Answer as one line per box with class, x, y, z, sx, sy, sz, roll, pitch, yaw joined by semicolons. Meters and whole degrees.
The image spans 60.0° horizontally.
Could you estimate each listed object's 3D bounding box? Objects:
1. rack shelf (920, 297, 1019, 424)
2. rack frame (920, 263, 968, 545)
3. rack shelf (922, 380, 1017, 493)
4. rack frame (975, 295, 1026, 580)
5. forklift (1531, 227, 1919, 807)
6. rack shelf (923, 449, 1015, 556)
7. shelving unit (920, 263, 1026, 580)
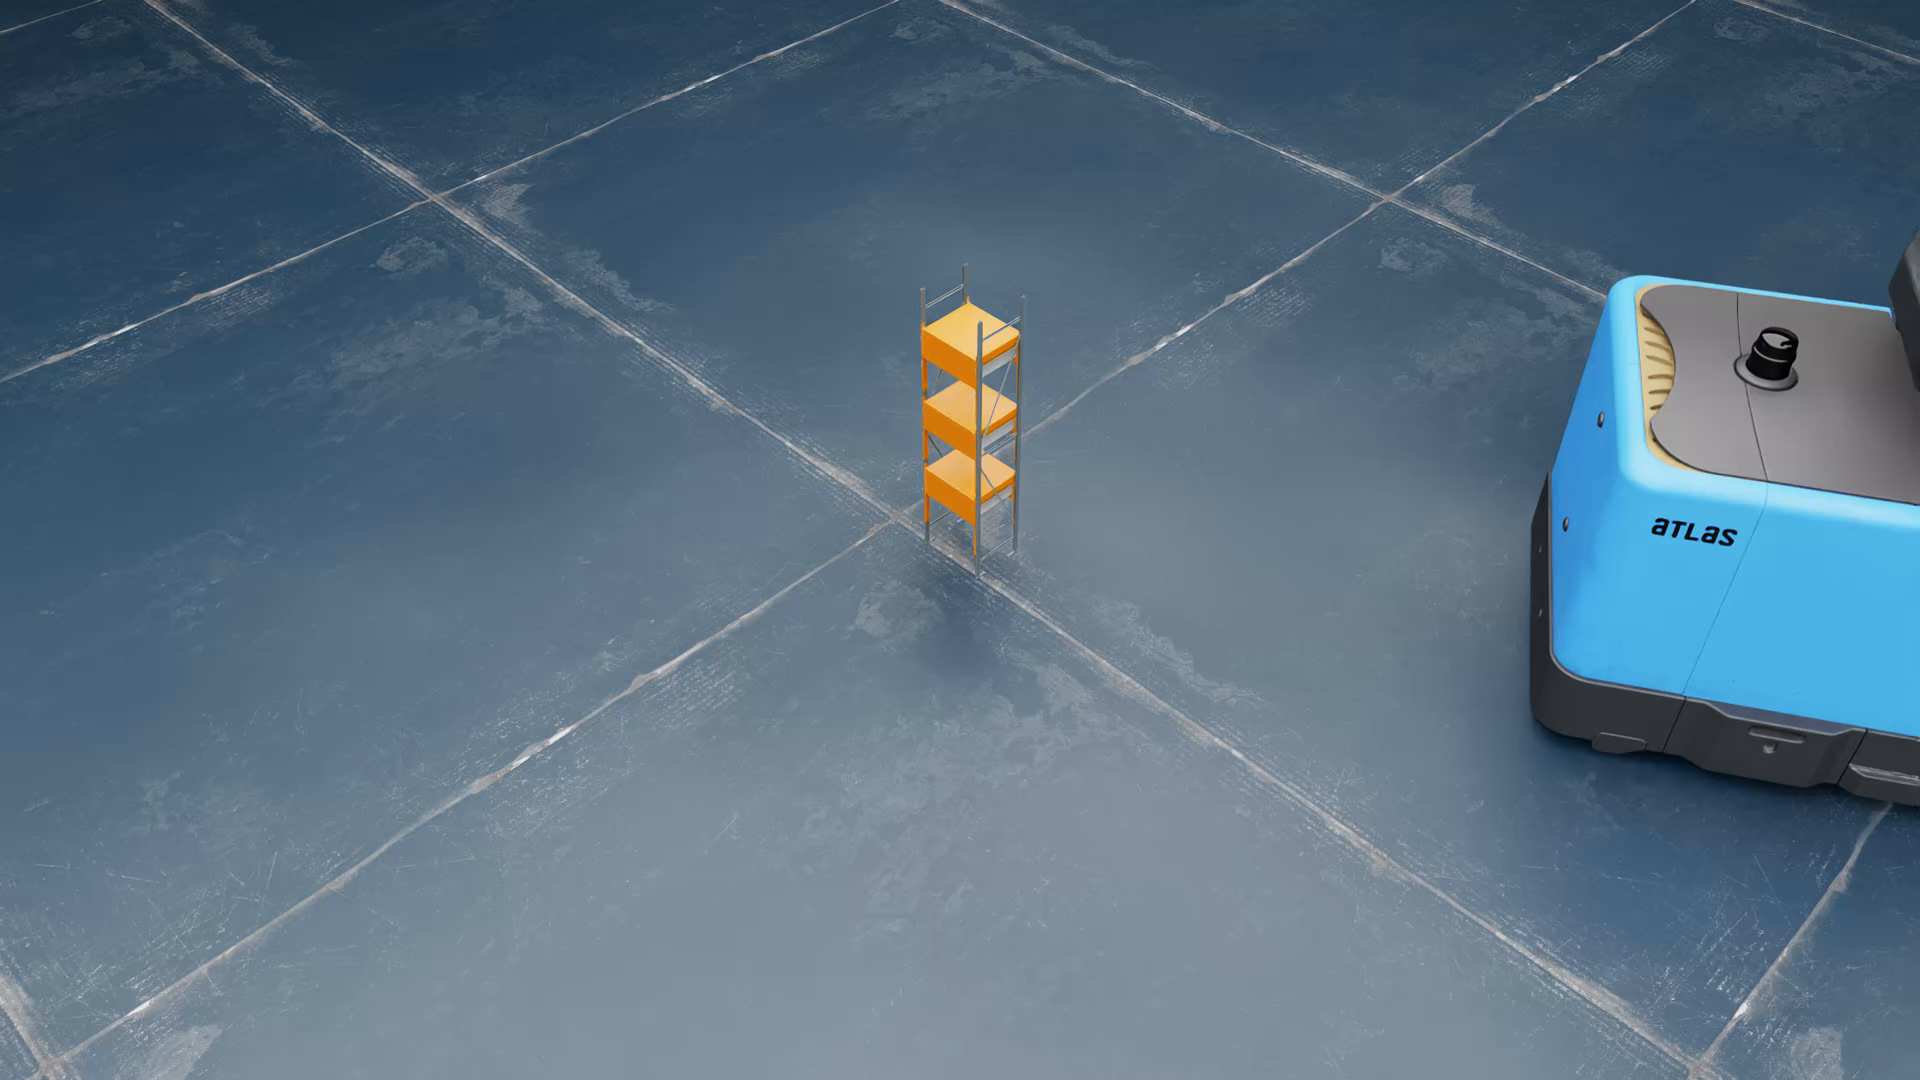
rack shelf;0.038;-0.560;5.180;0.215;0.259;0.240;-34;53;-31
rack frame;-0.048;-0.418;5.429;0.200;1.050;0.008;-34;53;-31
rack shelf;0.038;-0.352;5.373;0.215;0.259;0.240;-34;53;-31
rack frame;0.124;-0.301;5.302;0.200;1.050;0.008;-34;53;-31
forklift;3.322;-0.543;4.178;3.031;2.935;1.130;10;44;10
rack shelf;0.038;-0.148;5.562;0.215;0.259;0.240;-34;53;-31
shelving unit;0.038;-0.360;5.366;0.215;1.050;0.252;-34;53;-31
